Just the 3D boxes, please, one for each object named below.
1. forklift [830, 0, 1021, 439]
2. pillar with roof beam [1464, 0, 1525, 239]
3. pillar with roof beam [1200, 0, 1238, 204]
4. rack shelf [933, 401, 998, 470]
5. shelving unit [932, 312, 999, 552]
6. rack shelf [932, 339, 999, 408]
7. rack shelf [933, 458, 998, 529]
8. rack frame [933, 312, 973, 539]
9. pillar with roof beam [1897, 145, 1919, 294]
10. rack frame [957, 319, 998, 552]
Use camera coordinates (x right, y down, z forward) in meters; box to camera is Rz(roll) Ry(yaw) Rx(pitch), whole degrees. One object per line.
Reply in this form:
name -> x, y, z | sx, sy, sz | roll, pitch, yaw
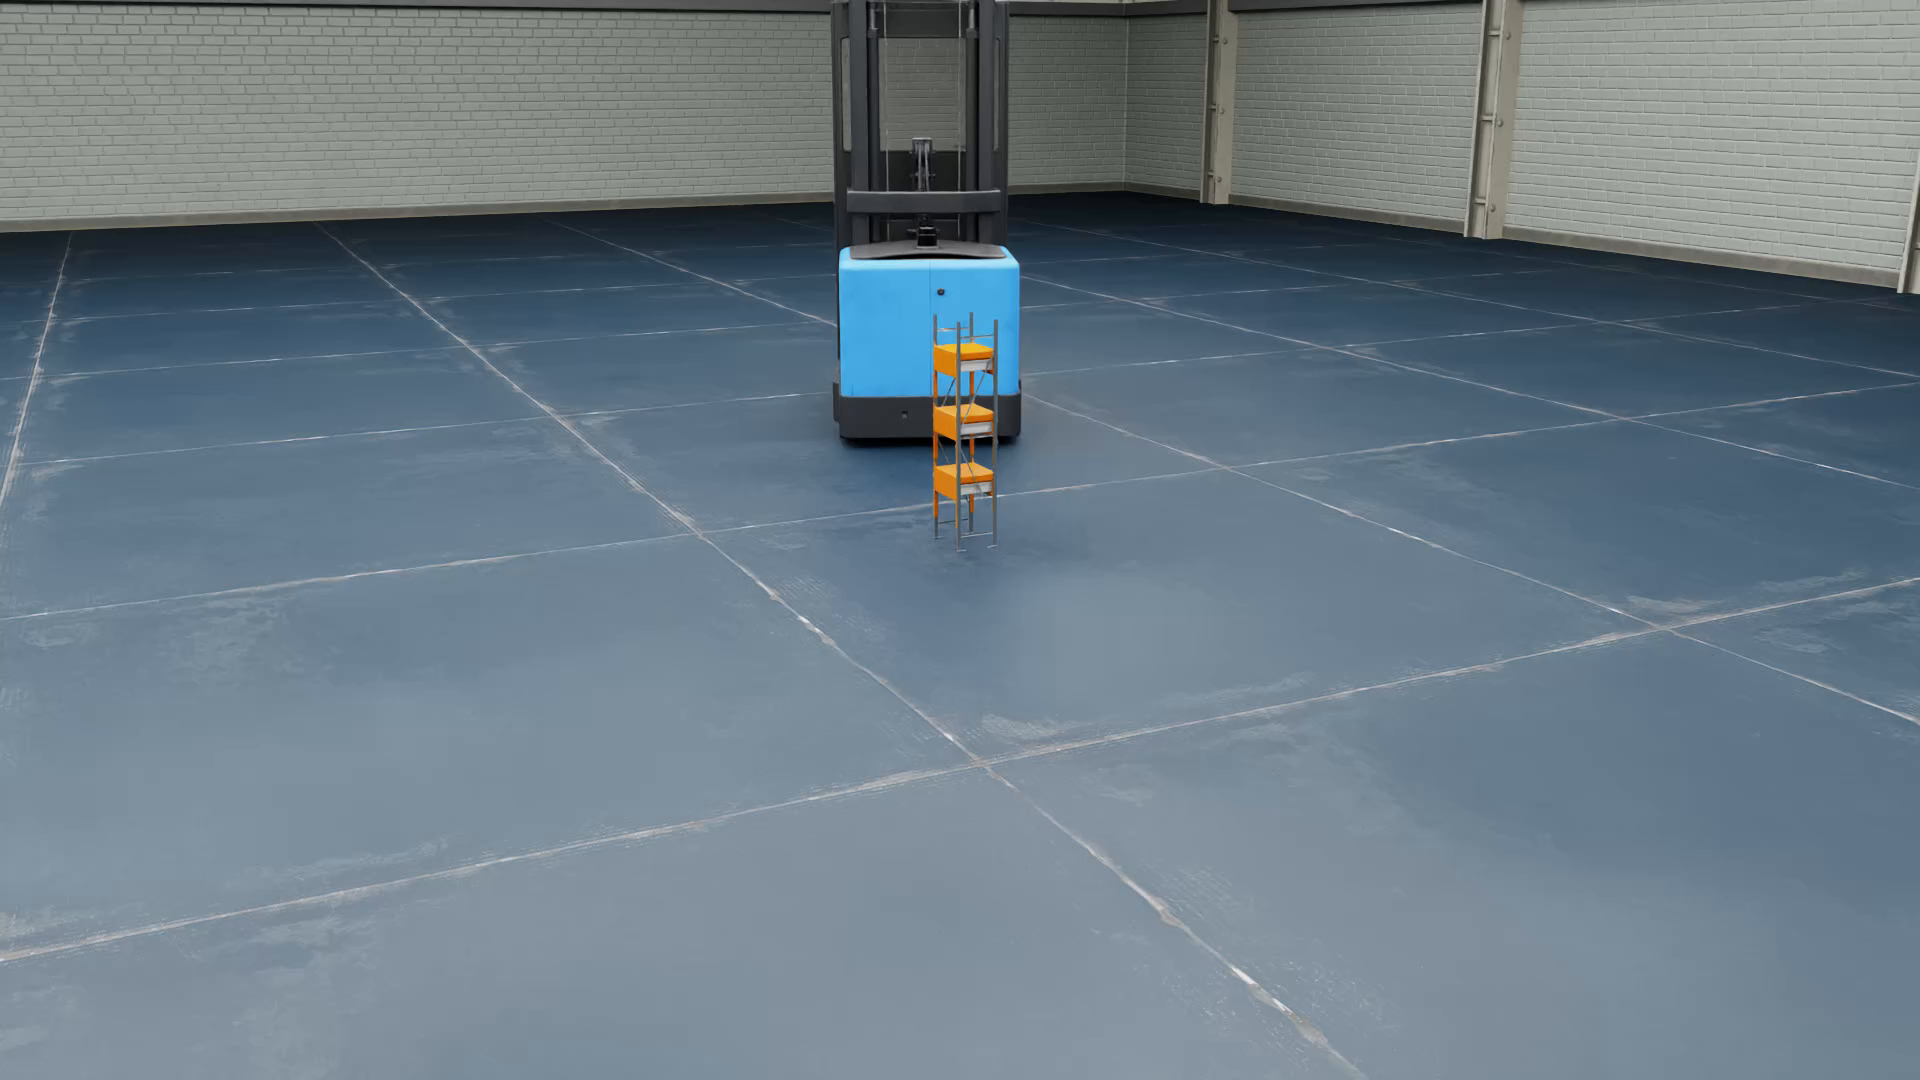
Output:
forklift -> -0.260, -2.345, 10.610 | 1.130, 2.935, 3.031 | -1, 16, -3
pillar with roof beam -> 2.800, -7.662, 18.137 | 9.100, 9.000, 0.400 | -8, 18, -25
pillar with roof beam -> 0.171, -9.150, 23.321 | 9.100, 9.000, 0.400 | -8, 18, -25
rack shelf -> 0.023, -0.481, 7.563 | 0.215, 0.259, 0.240 | -8, 18, -25
shelving unit -> 0.023, -0.491, 7.560 | 0.215, 1.050, 0.252 | -8, 18, -25
rack shelf -> 0.023, -0.754, 7.484 | 0.215, 0.259, 0.240 | -8, 18, -25
rack shelf -> 0.023, -0.214, 7.639 | 0.215, 0.259, 0.240 | -8, 18, -25
rack frame -> -0.030, -0.522, 7.665 | 0.200, 1.050, 0.008 | -8, 18, -25
pillar with roof beam -> 5.428, -6.174, 12.952 | 9.100, 9.000, 0.400 | -8, 18, -25
rack frame -> 0.077, -0.461, 7.454 | 0.200, 1.050, 0.008 | -8, 18, -25
